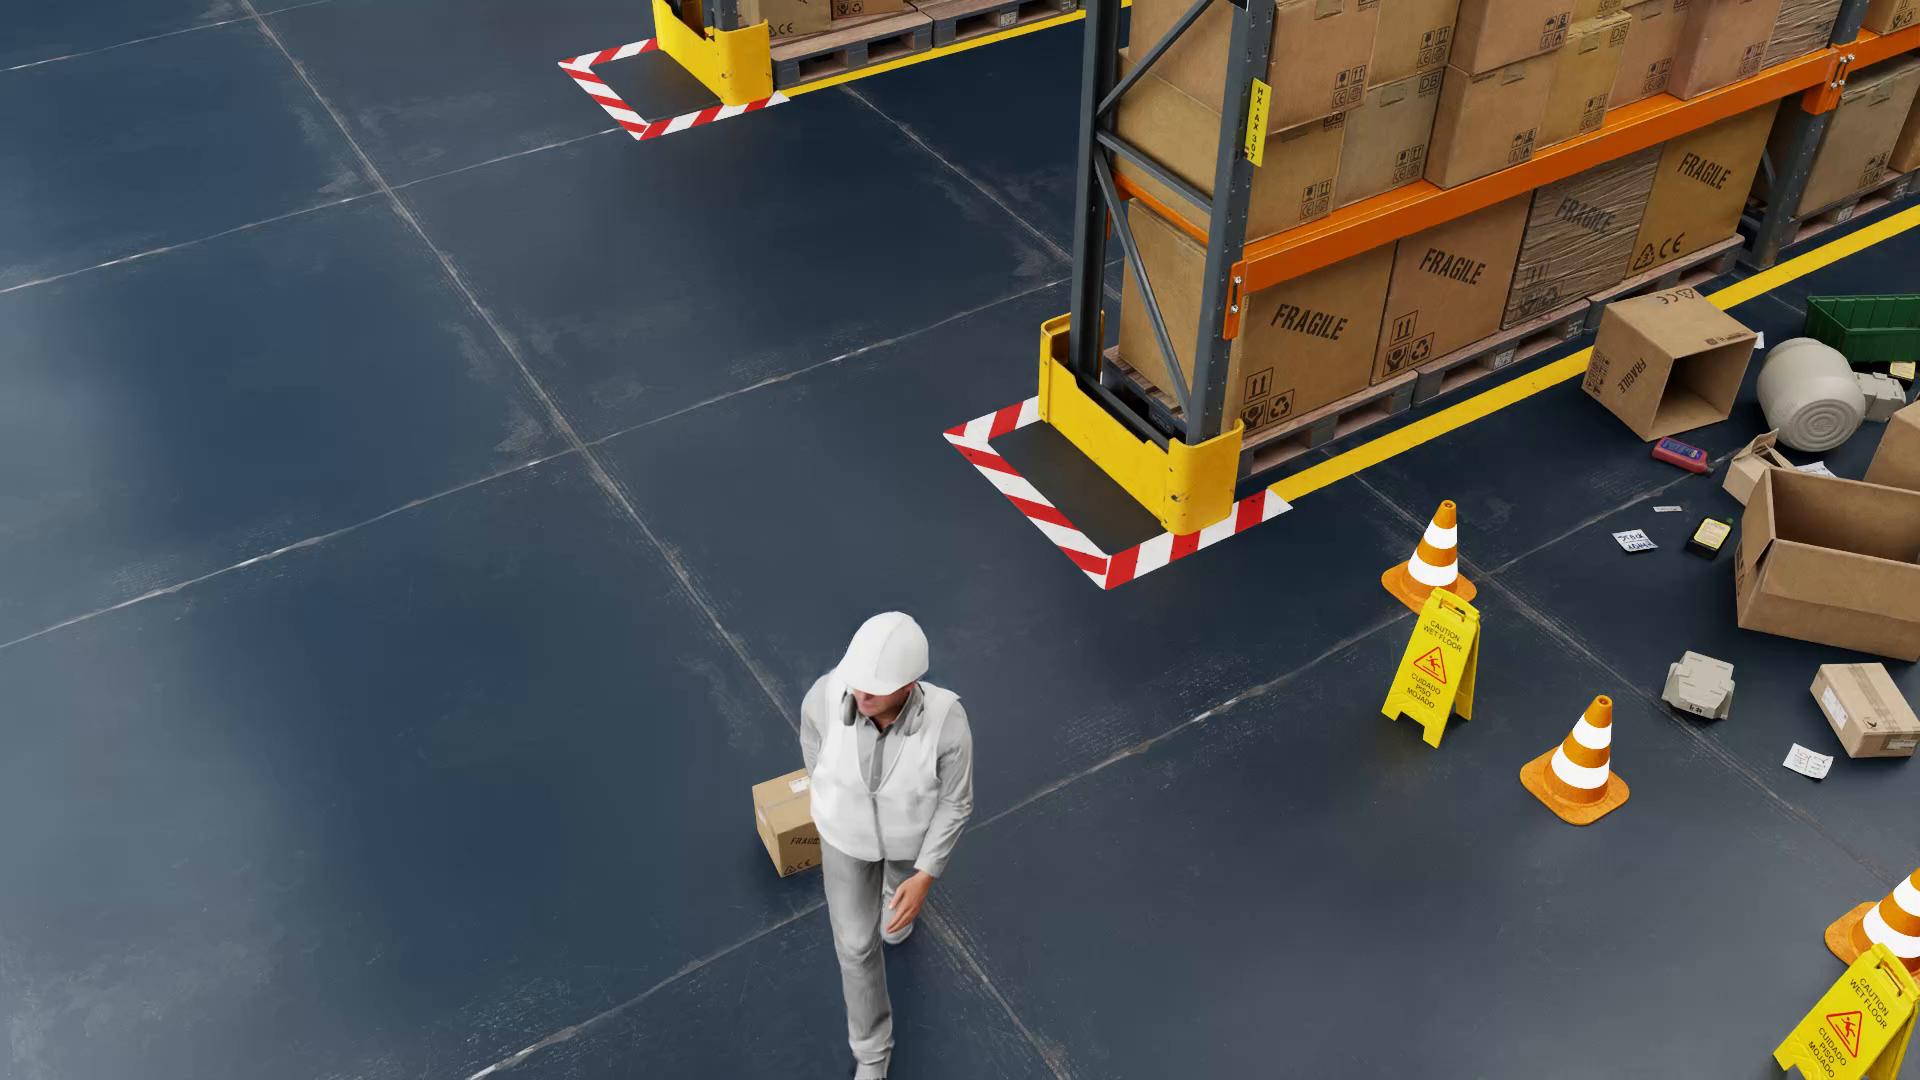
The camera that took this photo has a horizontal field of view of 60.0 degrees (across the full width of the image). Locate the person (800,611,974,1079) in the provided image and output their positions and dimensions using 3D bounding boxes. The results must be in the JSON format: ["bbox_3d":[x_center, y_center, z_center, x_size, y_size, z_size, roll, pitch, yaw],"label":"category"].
[{"bbox_3d":[-0.221,0.892,5.089,0.516,1.726,0.994,-2,41,-2],"label":"person"}]
